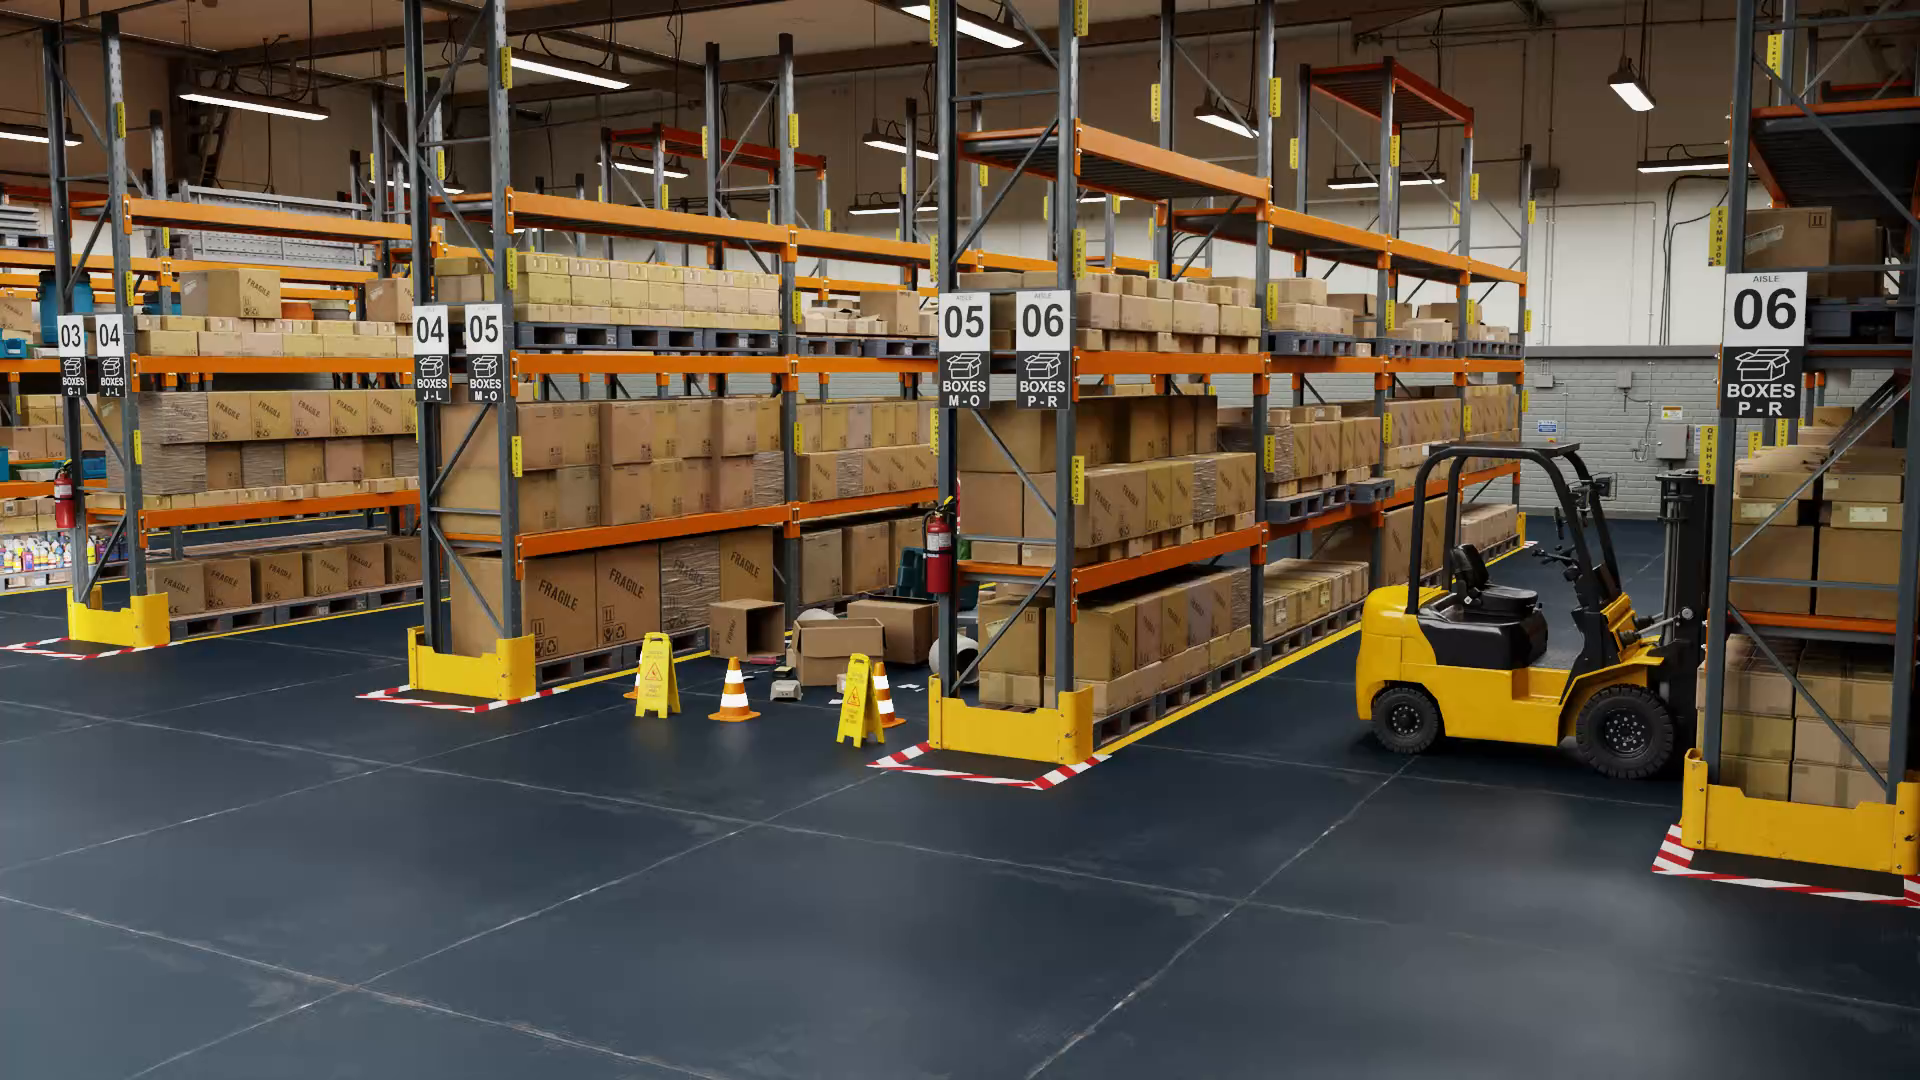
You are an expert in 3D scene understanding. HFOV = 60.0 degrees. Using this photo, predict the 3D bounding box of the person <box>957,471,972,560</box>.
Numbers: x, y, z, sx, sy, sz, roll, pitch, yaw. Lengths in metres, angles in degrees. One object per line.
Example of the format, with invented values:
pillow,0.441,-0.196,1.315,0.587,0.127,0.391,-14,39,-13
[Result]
person,0.080,-0.081,18.153,0.564,1.787,0.638,3,7,29
